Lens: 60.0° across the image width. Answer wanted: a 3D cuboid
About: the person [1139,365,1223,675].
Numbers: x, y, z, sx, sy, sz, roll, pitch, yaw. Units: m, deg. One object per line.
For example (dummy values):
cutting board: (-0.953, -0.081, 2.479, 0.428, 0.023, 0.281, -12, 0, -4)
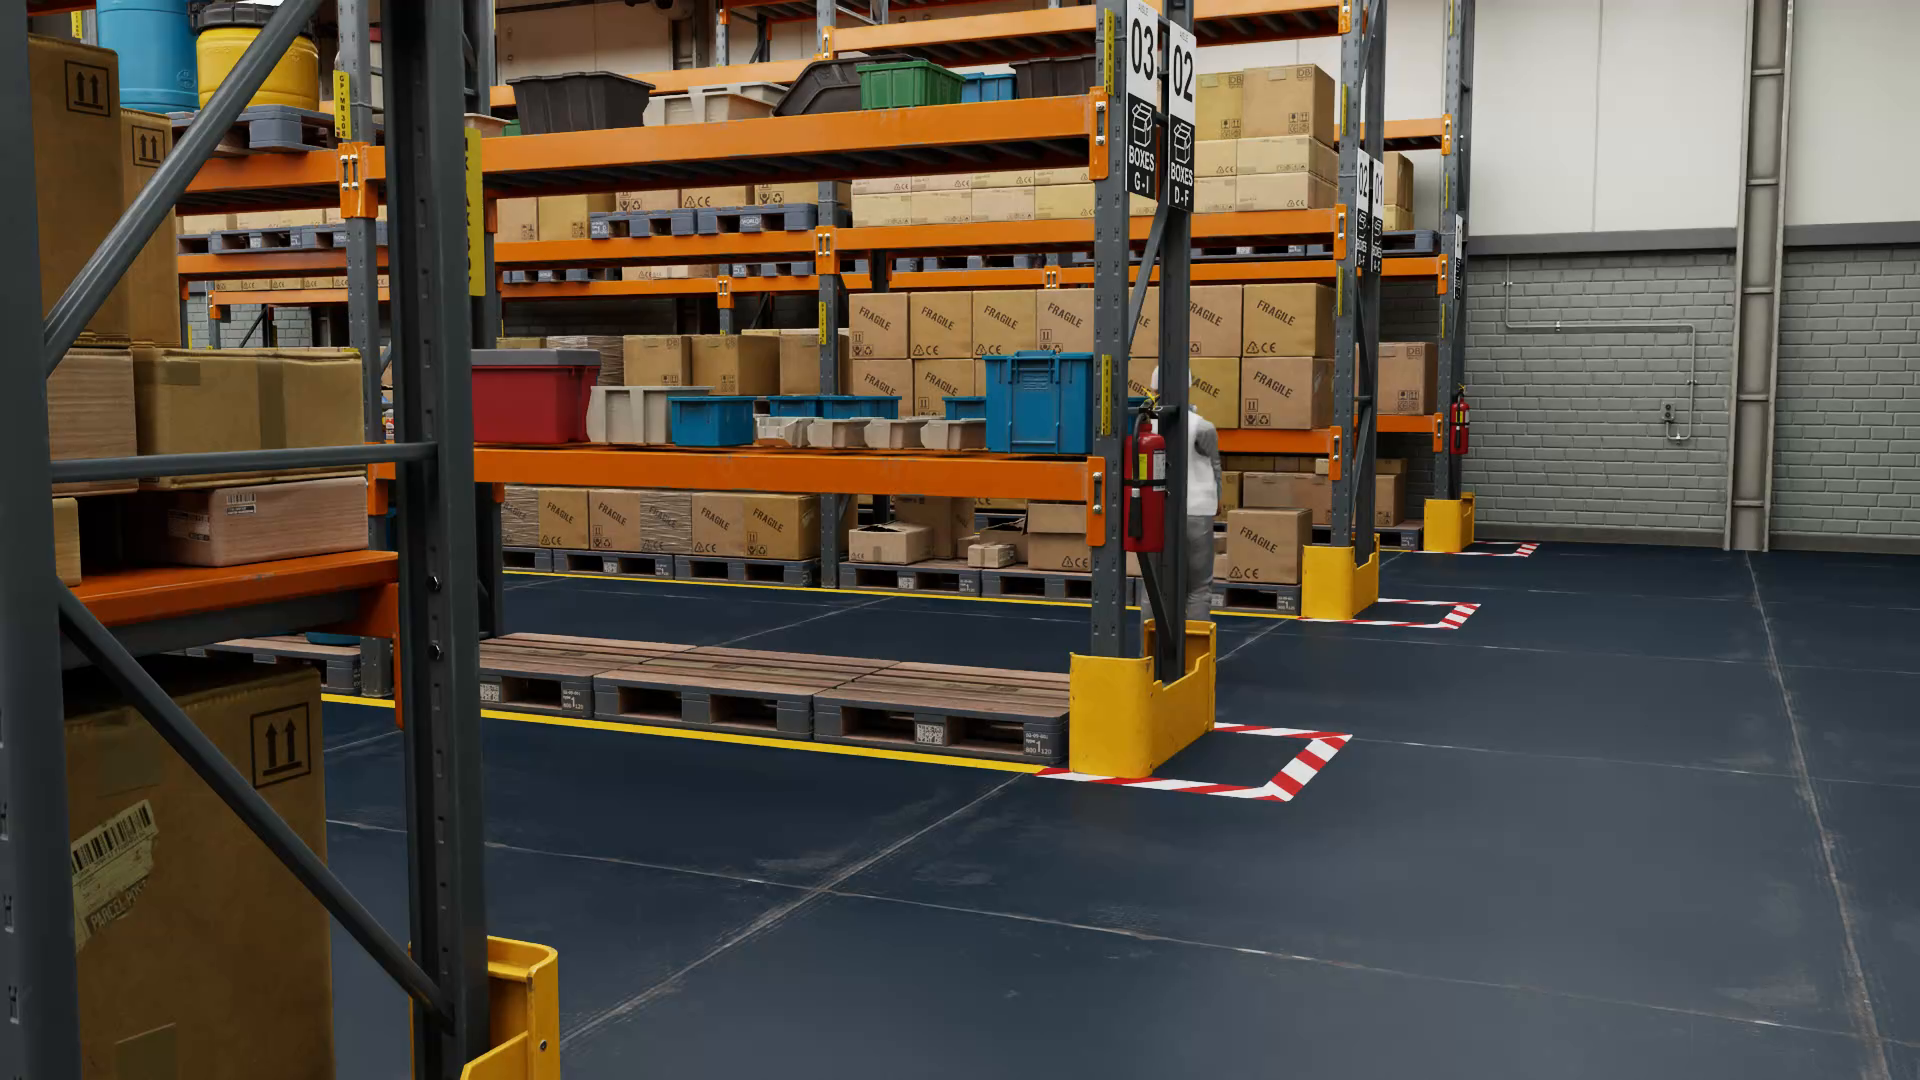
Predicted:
person: (1.218, -0.127, 9.268, 0.494, 1.764, 0.548, 3, 6, 25)
